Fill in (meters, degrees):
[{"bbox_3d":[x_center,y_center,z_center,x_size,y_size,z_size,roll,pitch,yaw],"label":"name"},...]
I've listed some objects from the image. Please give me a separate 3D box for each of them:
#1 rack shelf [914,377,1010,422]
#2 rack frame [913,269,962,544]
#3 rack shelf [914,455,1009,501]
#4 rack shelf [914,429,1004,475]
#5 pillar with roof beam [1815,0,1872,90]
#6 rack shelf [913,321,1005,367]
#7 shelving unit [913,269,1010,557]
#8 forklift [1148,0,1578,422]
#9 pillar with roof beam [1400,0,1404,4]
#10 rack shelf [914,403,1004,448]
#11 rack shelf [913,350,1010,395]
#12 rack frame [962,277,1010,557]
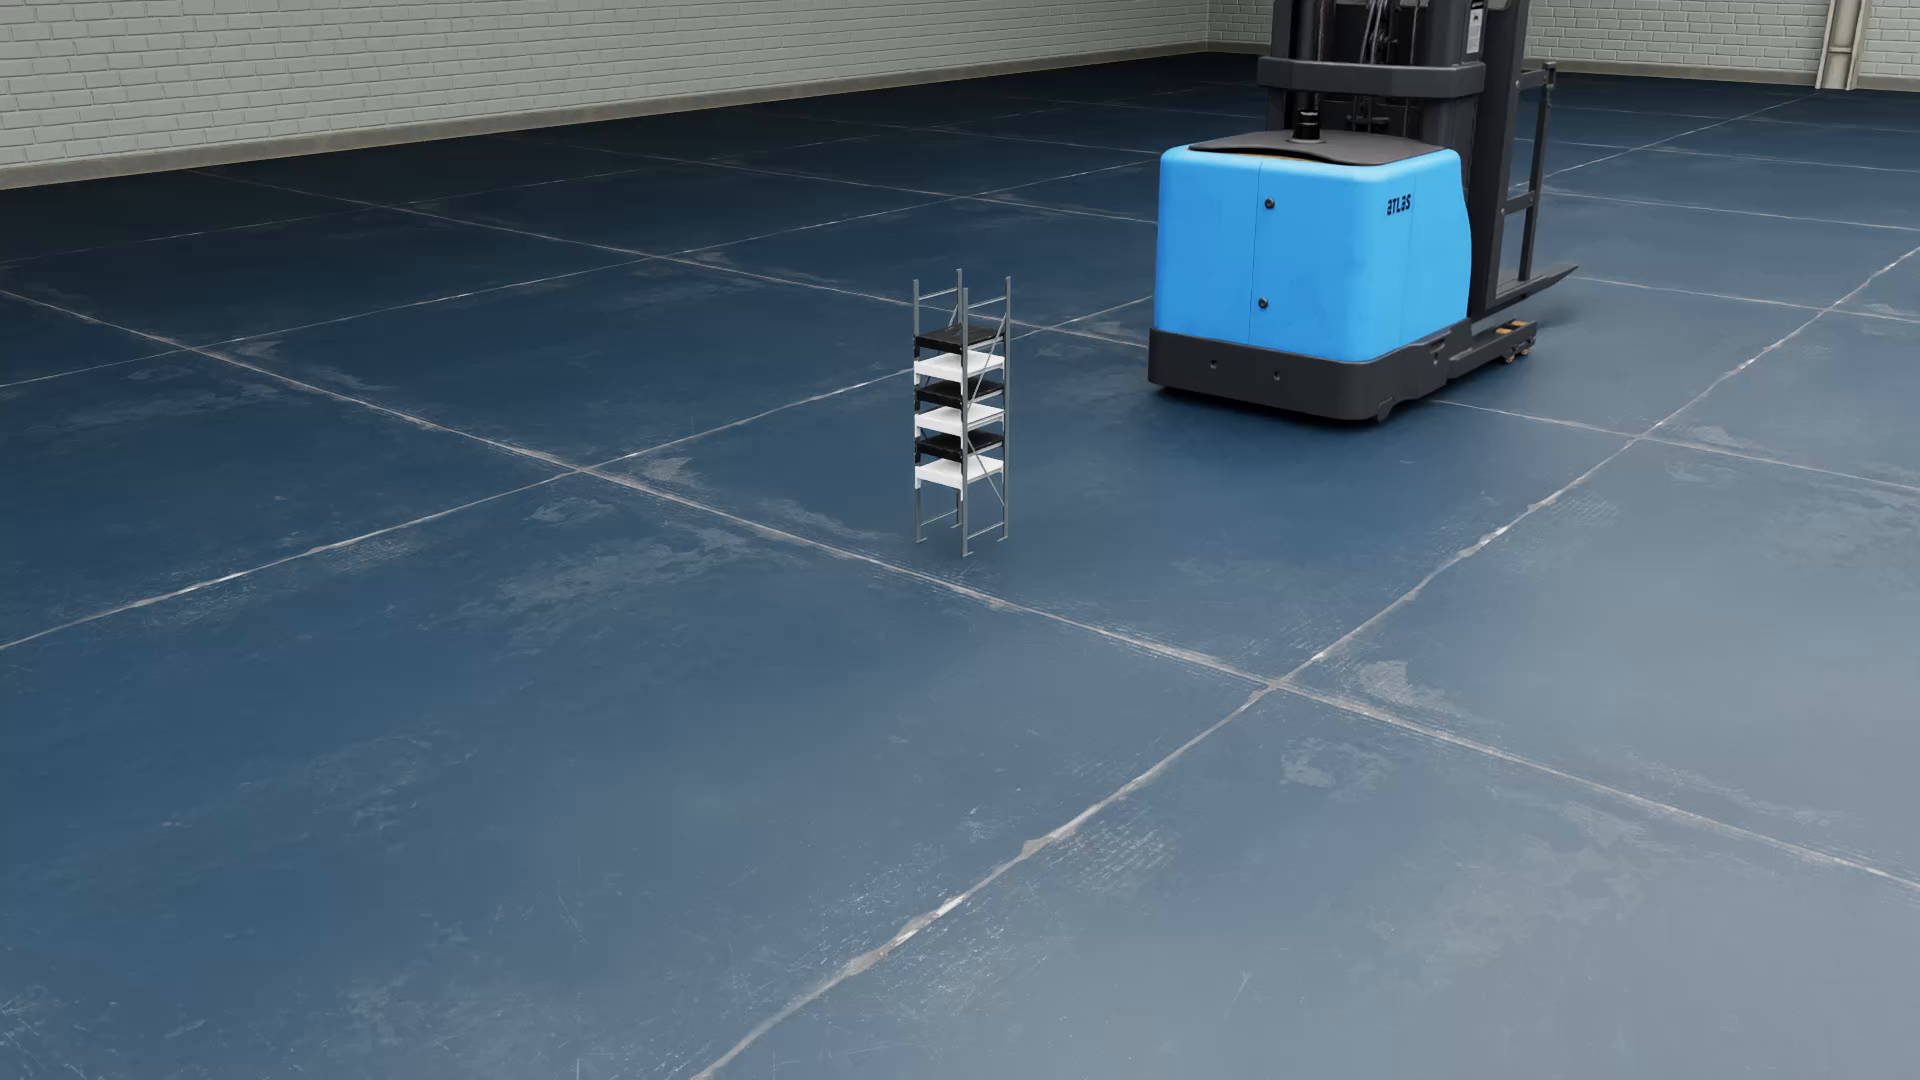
[{"bbox_3d":[0.006,-0.472,5.485,0.200,0.077,0.258,16,26,36],"label":"rack shelf"},{"bbox_3d":[-0.072,-0.442,5.565,0.006,0.900,0.240,16,26,36],"label":"rack frame"},{"bbox_3d":[0.006,-0.220,5.580,0.200,0.077,0.258,16,26,36],"label":"rack shelf"},{"bbox_3d":[0.006,-0.304,5.548,0.200,0.077,0.258,16,26,36],"label":"rack shelf"},{"bbox_3d":[7.956,-8.545,15.574,0.400,9.000,9.100,16,26,36],"label":"pillar with roof beam"},{"bbox_3d":[0.006,-0.641,5.421,0.200,0.077,0.258,16,26,36],"label":"rack shelf"},{"bbox_3d":[0.006,-0.419,5.505,0.210,0.900,0.258,16,26,36],"label":"shelving unit"},{"bbox_3d":[2.137,-2.307,7.632,1.130,2.935,3.031,16,26,36],"label":"forklift"},{"bbox_3d":[3.308,-9.884,19.124,0.400,9.000,9.100,16,26,36],"label":"pillar with roof beam"},{"bbox_3d":[0.006,-0.388,5.516,0.200,0.077,0.258,16,26,36],"label":"rack shelf"},{"bbox_3d":[0.006,-0.556,5.453,0.200,0.077,0.258,16,26,36],"label":"rack shelf"},{"bbox_3d":[0.085,-0.397,5.444,0.006,0.900,0.240,16,26,36],"label":"rack frame"}]
